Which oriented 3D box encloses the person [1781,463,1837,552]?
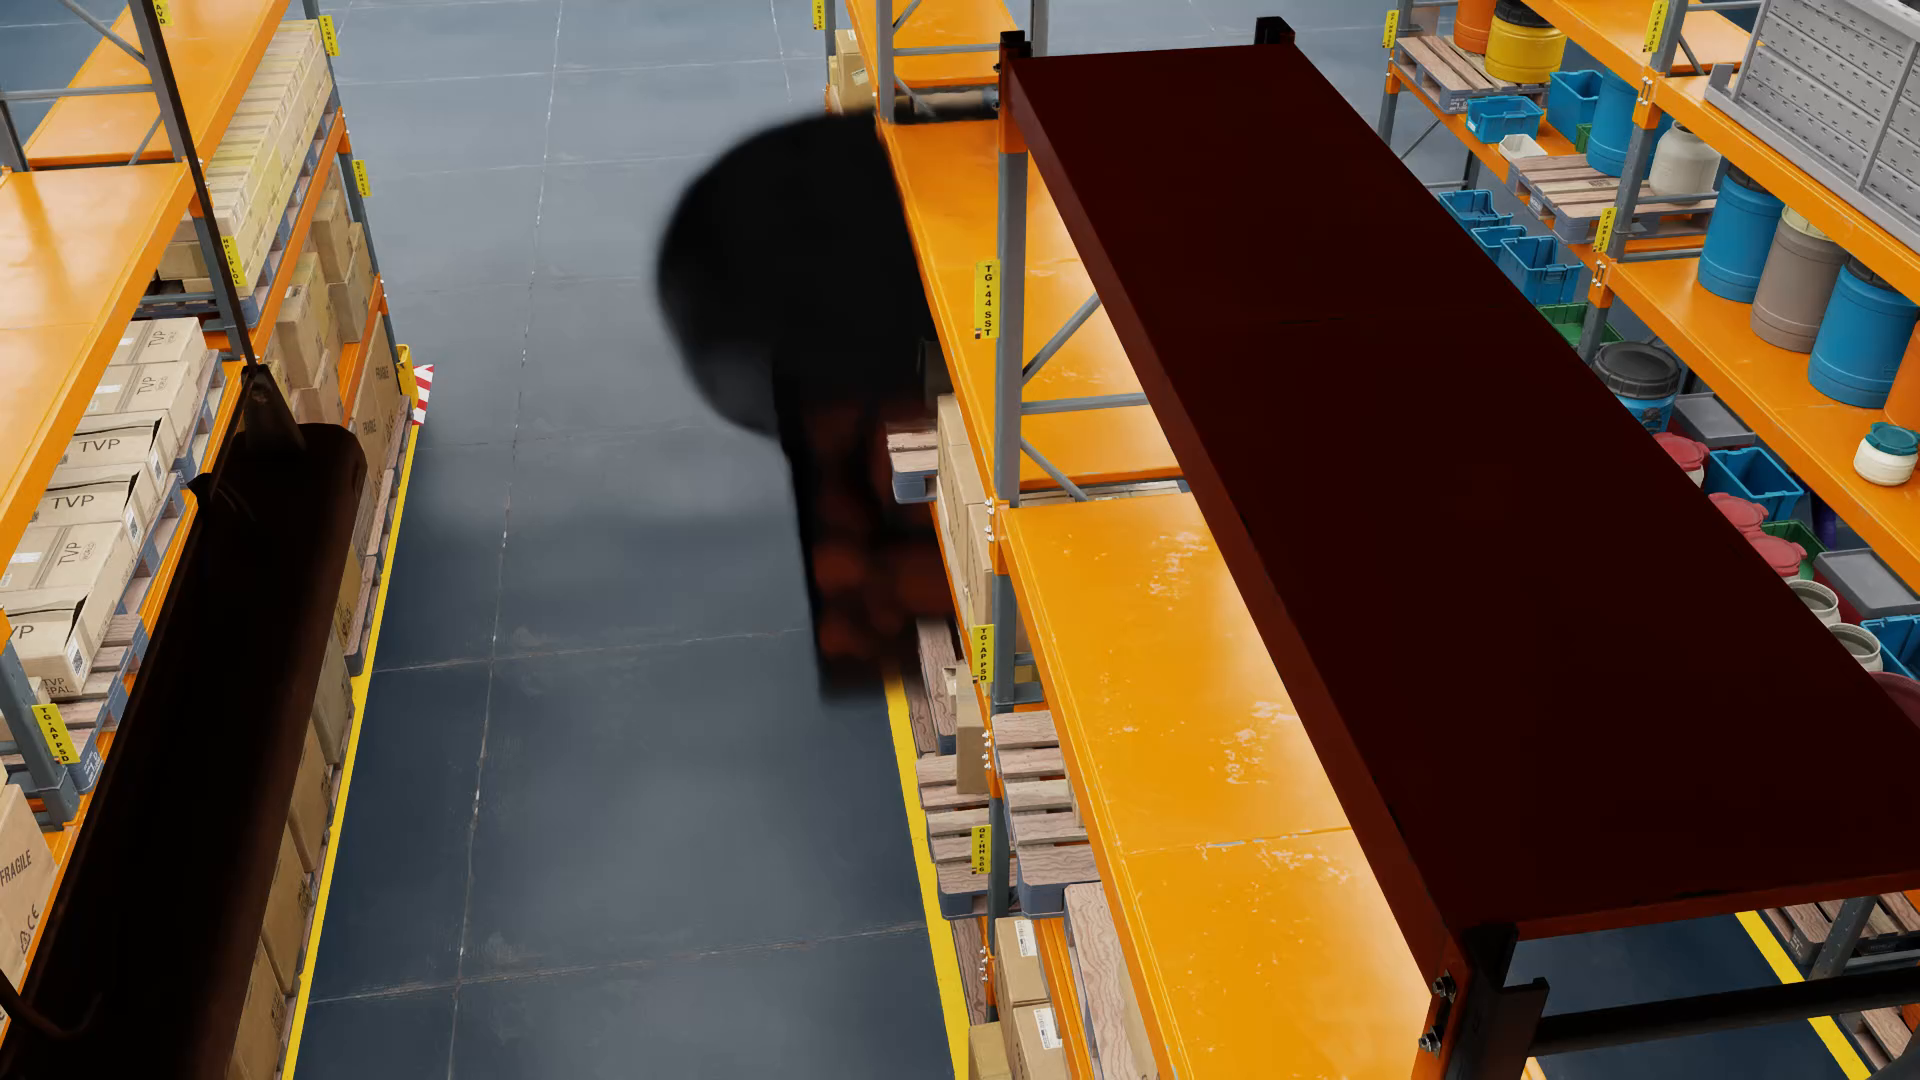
[{"bbox_3d":[6.308,-0.472,12.275,0.545,1.645,0.924,-2,36,-2],"label":"person"}]
